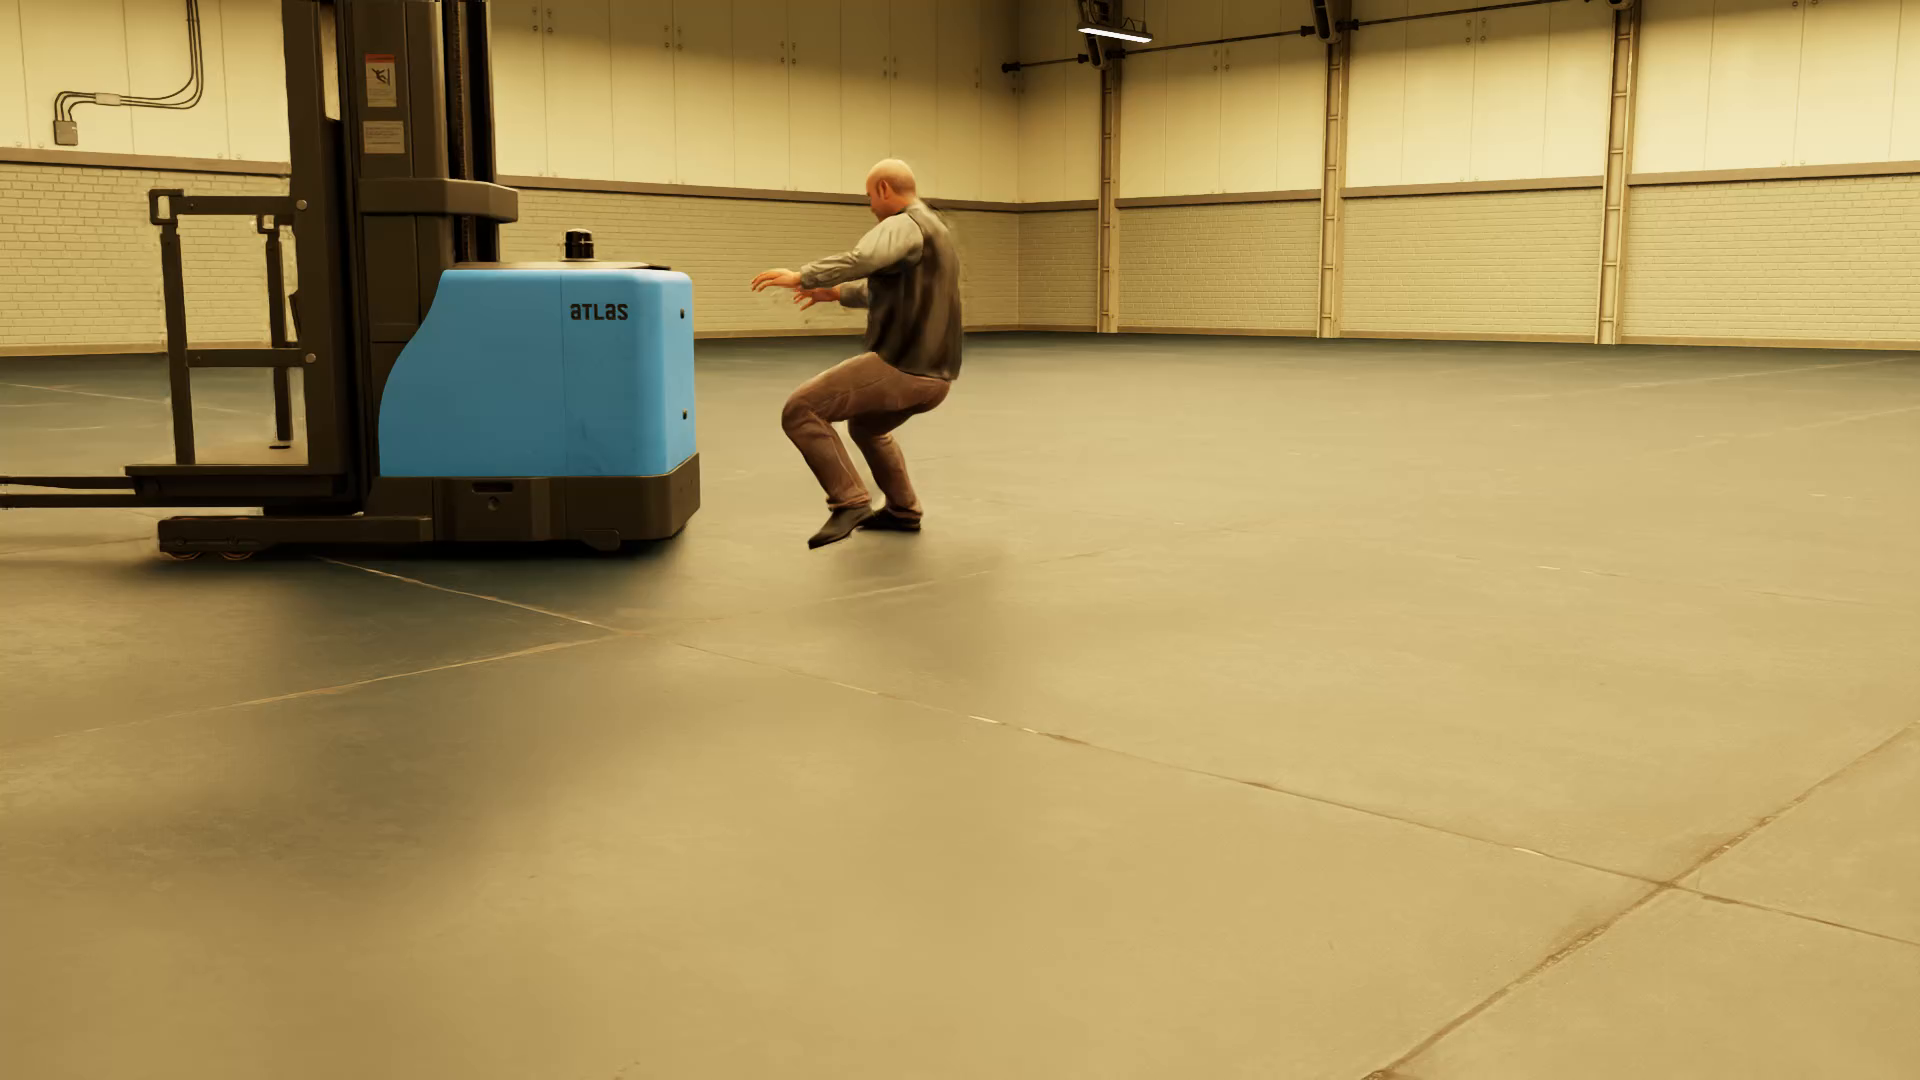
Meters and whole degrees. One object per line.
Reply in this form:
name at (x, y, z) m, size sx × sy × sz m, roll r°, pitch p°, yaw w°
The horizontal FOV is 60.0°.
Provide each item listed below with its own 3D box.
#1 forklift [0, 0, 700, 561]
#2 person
forklift at (-2.623, -1.450, 6.505) m, size 3.031 × 2.935 × 1.130 m, roll 0°, pitch 9°, yaw -2°
person at (-0.369, -0.726, 6.505) m, size 0.771 × 1.503 × 0.988 m, roll 3°, pitch 9°, yaw 20°
